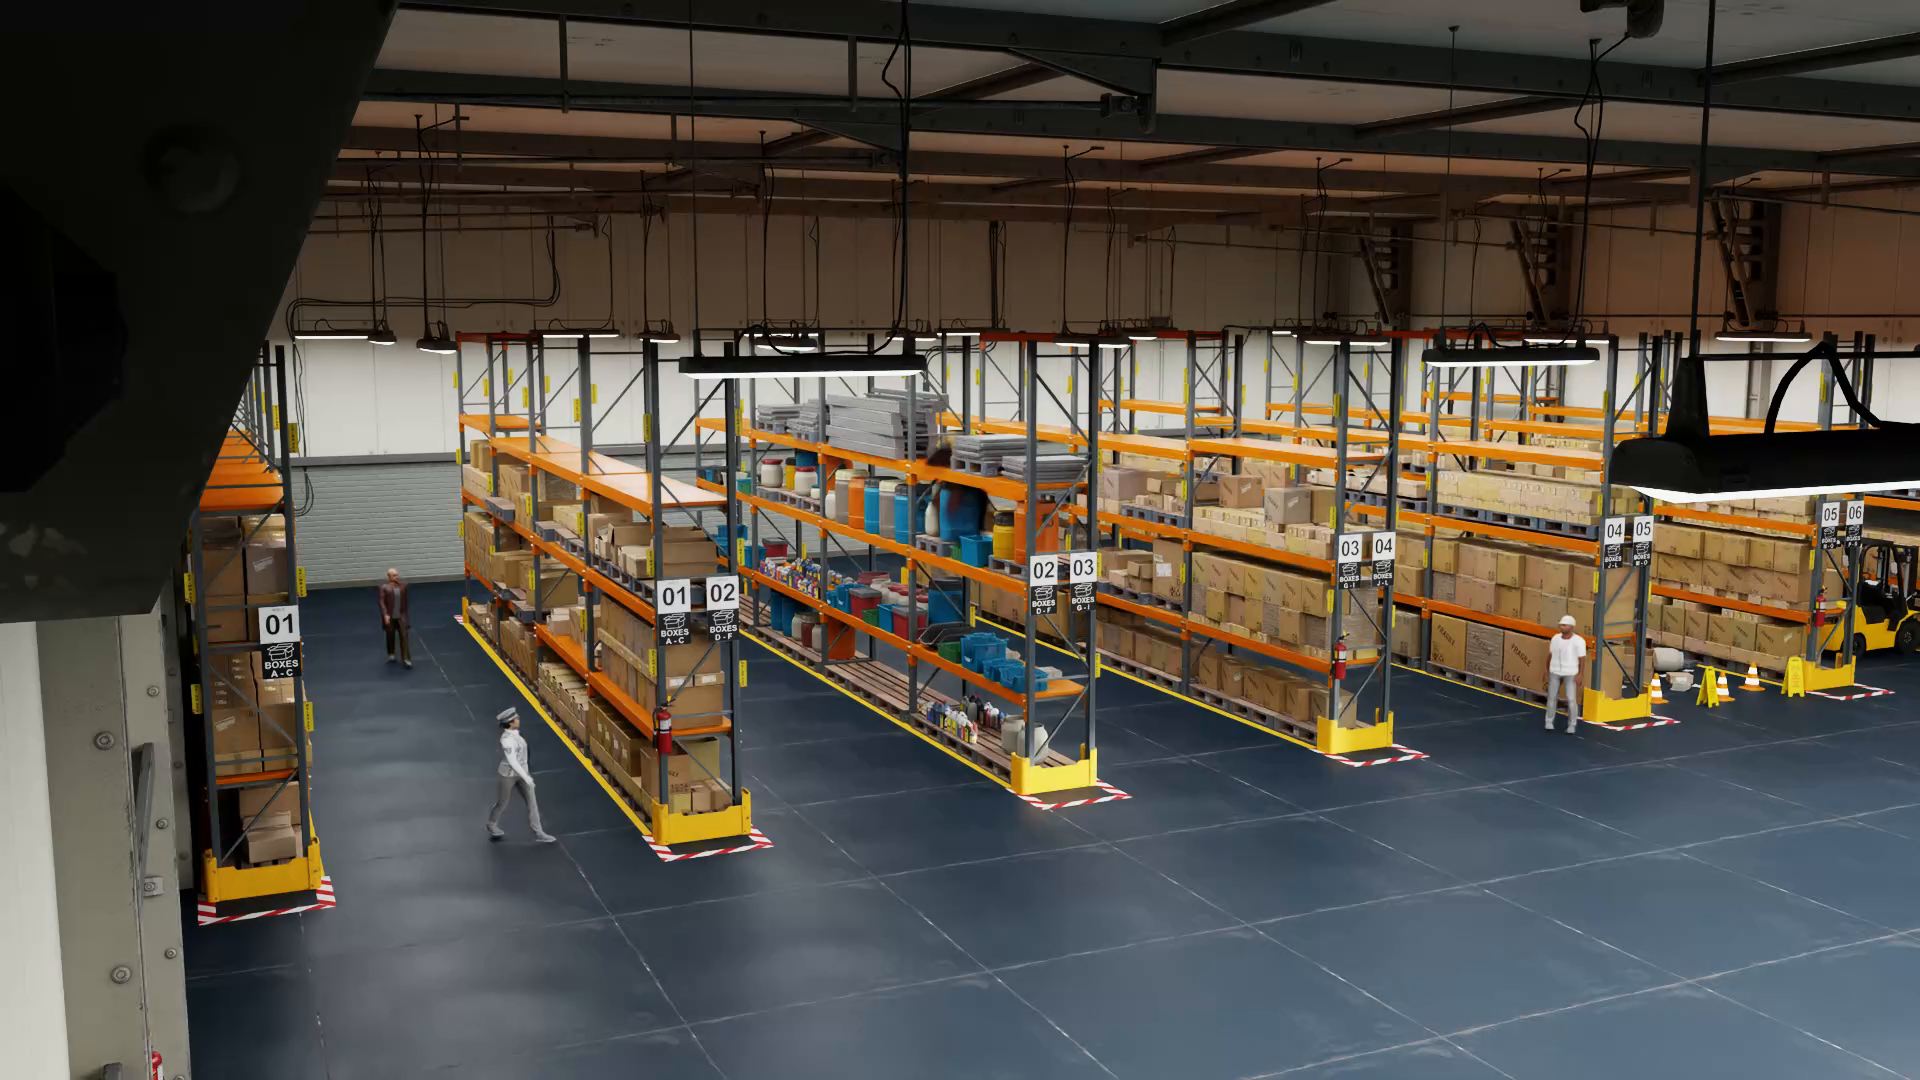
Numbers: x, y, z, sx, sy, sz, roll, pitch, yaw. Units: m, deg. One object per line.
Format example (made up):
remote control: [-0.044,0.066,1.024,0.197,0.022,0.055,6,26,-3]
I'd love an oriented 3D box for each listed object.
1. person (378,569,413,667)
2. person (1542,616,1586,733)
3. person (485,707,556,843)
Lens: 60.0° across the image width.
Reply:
person: [-10.262,1.388,30.196,0.558,1.725,1.043,-4,9,-27]
person: [9.210,2.033,25.378,0.628,1.770,0.416,5,9,33]
person: [-5.349,2.818,20.016,1.015,1.634,0.432,5,9,35]
